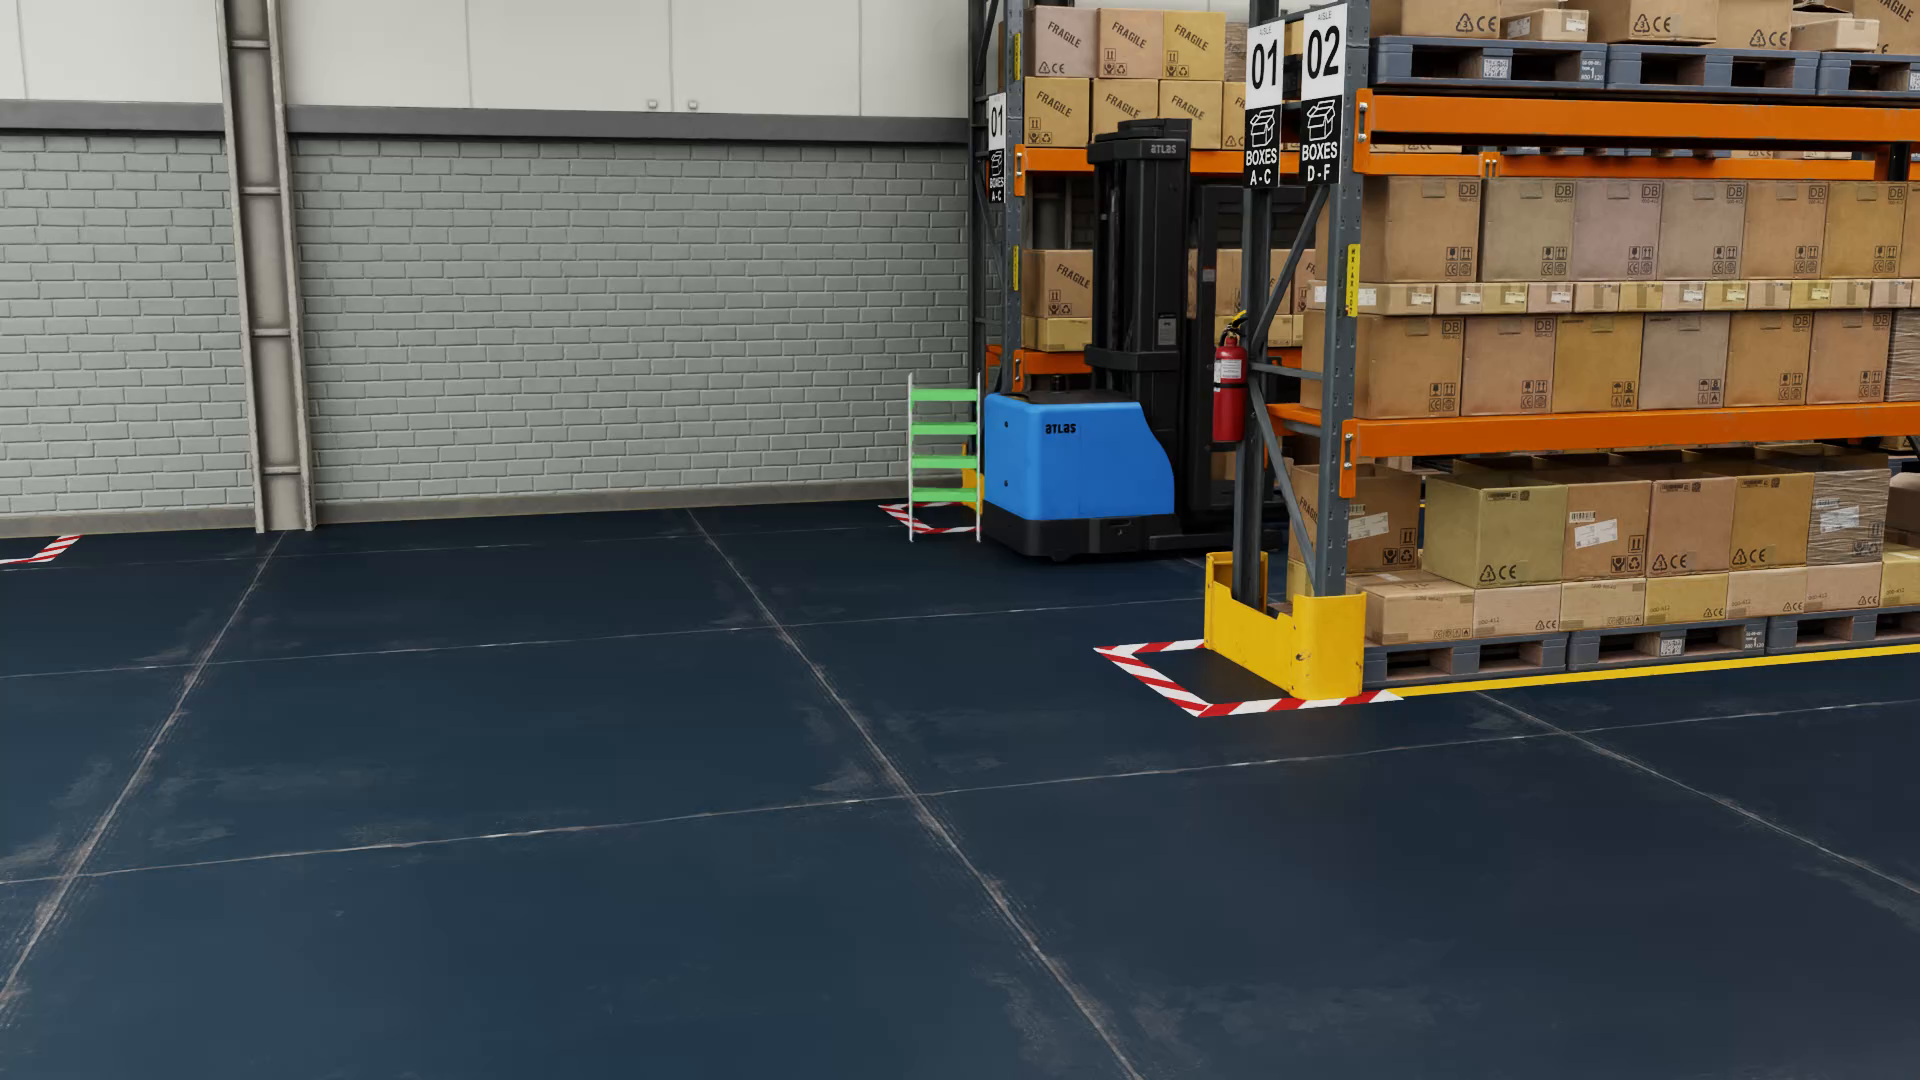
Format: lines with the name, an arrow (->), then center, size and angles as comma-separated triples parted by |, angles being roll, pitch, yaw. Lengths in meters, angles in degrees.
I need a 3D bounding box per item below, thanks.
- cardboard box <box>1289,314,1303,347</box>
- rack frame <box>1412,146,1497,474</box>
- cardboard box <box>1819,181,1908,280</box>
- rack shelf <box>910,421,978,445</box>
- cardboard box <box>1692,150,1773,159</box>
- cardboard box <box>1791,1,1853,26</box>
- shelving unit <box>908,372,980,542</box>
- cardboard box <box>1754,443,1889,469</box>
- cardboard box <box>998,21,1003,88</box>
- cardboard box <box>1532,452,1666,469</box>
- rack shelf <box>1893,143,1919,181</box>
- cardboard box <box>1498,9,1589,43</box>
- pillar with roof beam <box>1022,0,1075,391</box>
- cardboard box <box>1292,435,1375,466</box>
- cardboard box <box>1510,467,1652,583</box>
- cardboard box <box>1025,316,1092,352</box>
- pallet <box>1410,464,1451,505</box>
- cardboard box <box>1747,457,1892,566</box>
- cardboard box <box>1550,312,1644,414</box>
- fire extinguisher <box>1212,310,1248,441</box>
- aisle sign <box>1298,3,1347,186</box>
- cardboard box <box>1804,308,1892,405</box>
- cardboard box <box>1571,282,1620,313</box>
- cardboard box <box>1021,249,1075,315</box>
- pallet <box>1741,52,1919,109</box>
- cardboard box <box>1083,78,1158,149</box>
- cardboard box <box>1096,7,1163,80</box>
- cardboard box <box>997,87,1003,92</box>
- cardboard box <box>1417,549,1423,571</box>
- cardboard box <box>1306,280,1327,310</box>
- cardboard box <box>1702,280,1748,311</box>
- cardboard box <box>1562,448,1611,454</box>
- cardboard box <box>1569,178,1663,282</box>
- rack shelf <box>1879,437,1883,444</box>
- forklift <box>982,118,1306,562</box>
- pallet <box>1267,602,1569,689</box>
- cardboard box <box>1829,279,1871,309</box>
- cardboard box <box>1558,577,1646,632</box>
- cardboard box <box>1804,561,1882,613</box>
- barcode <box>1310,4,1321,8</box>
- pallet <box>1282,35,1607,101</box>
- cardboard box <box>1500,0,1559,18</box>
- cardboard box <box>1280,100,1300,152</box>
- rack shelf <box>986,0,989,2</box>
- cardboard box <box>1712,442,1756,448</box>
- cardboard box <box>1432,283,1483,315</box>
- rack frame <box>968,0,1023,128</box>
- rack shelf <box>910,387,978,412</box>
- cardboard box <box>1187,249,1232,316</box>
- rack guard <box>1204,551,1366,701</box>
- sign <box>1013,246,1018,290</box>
cardboard box -> 2.771, -1.692, 13.309 | 0.500, 0.250, 0.500 | -3, 11, -16
rack frame -> 4.100, -1.884, 13.996 | 0.127, 3.000, 1.000 | -3, 11, -16
cardboard box -> 4.579, -1.661, 8.925 | 0.500, 0.500, 0.700 | -3, 11, -16
rack shelf -> -0.109, -0.770, 11.942 | 0.480, 0.148, 0.258 | 0, 10, 2
cardboard box -> 6.670, -3.573, 14.544 | 0.637, 0.503, 0.797 | -1, 11, -8
cardboard box -> 4.413, -2.723, 8.967 | 0.500, 0.311, 0.500 | -4, 11, -19
shelving unit -> -0.109, -0.597, 11.974 | 0.503, 1.200, 0.258 | 0, 10, 2
cardboard box -> 4.956, -0.277, 9.630 | 0.500, 0.500, 0.500 | -3, 11, -16
cardboard box -> 0.601, -3.775, 12.889 | 0.500, 0.500, 0.500 | -3, 11, -13
cardboard box -> 3.516, -0.201, 9.216 | 0.500, 0.500, 0.500 | -3, 11, -16
rack shelf -> 7.409, -2.246, 9.663 | 4.000, 0.370, 1.077 | -3, 11, -16
cardboard box -> 2.827, -2.477, 8.077 | 0.250, 0.149, 0.380 | -3, 11, -16
pillar with roof beam -> 1.893, -4.070, 9.297 | 0.400, 9.000, 9.100 | -3, 11, -16
cardboard box -> 3.115, -0.812, 13.859 | 0.500, 0.500, 0.500 | -4, 11, -20
cardboard box -> 3.181, -0.085, 8.589 | 0.500, 0.500, 0.500 | -3, 11, -16
cardboard box -> 0.817, -1.587, 12.742 | 0.500, 0.250, 0.500 | -3, 11, -18
pallet -> 3.465, -0.473, 14.030 | 1.213, 0.211, 1.003 | -3, 11, -16
cardboard box -> 4.621, -0.161, 9.002 | 0.500, 0.500, 0.500 | -3, 11, -16
cardboard box -> 3.081, -0.943, 8.607 | 0.500, 0.500, 0.700 | -3, 11, -16
fire extinguisher -> 1.405, -0.857, 8.633 | 0.183, 0.674, 0.296 | -3, 11, -16
aisle sign -> 1.670, -2.043, 7.677 | 0.004, 0.787, 0.394 | -3, 11, -16
cardboard box -> 4.560, -1.021, 9.031 | 0.500, 0.500, 0.700 | -3, 11, -17
cardboard box -> 3.076, -1.224, 8.342 | 0.250, 0.149, 0.380 | -3, 11, -18
cardboard box -> 0.653, -2.047, 13.171 | 0.500, 0.500, 0.500 | -3, 11, -17
pallet -> 4.677, -2.407, 8.797 | 1.213, 0.211, 1.003 | -3, 11, -16
cardboard box -> 1.176, -3.210, 12.584 | 0.500, 0.500, 0.500 | -2, 11, -12
cardboard box -> 1.193, -3.701, 12.490 | 0.500, 0.500, 0.500 | -3, 11, -17
cardboard box -> 0.590, -3.281, 12.968 | 0.500, 0.500, 0.500 | -2, 11, -12
cardboard box -> 2.557, 0.219, 9.006 | 0.500, 0.250, 0.500 | -3, 11, -16
cardboard box -> 1.962, -1.241, 8.437 | 0.250, 0.149, 0.380 | -3, 11, -17
cardboard box -> 3.814, -1.262, 8.551 | 0.250, 0.149, 0.380 | -3, 11, -14
cardboard box -> 5.285, -0.946, 14.590 | 0.500, 0.500, 0.700 | -3, 11, -17
cardboard box -> 3.138, -1.585, 8.513 | 0.500, 0.500, 0.700 | -3, 11, -16
rack shelf -> 7.409, -0.771, 9.934 | 4.000, 0.370, 1.077 | -3, 11, -16
forklift -> 1.737, -1.429, 11.711 | 3.031, 2.935, 1.130 | -3, 11, -17
pallet -> 2.371, 0.505, 8.722 | 1.213, 0.211, 1.003 | -3, 11, -16
cardboard box -> 4.547, -1.301, 8.761 | 0.250, 0.149, 0.380 | -3, 11, -16
cardboard box -> 3.184, 0.285, 8.646 | 0.500, 0.250, 0.500 | -3, 11, -16
cardboard box -> 4.622, 0.208, 9.068 | 0.500, 0.250, 0.500 | -3, 11, -16
barcode -> 1.803, -2.681, 8.434 | 0.075, 0.075, 0.001 | -3, 11, -16
pallet -> 2.334, -2.284, 8.126 | 1.213, 0.211, 1.003 | -3, 11, -16
cardboard box -> 2.680, -2.602, 8.477 | 0.500, 0.250, 0.500 | -3, 11, -16
cardboard box -> 2.674, -3.292, 13.026 | 0.500, 0.500, 0.500 | -3, 11, -18
rack shelf -> 2.180, -4.378, 12.968 | 4.000, 0.370, 1.077 | -3, 11, -16
cardboard box -> 6.737, -1.022, 15.003 | 0.500, 0.500, 0.700 | -3, 11, -16
cardboard box -> 2.338, -1.185, 8.132 | 0.250, 0.149, 0.380 | -3, 11, -17
rack frame -> 0.260, -4.632, 12.353 | 0.127, 3.000, 1.000 | -3, 11, -16
rack shelf -> -0.109, -1.006, 11.899 | 0.480, 0.148, 0.258 | 0, 10, 2
cardboard box -> 1.777, -2.007, 12.950 | 0.500, 0.500, 0.500 | -3, 11, -18
rack guard -> 1.625, 0.410, 8.439 | 0.348, 0.500, 1.175 | -3, 11, -16
sign -> 0.412, -2.013, 12.306 | 0.005, 0.325, 0.100 | -3, 11, -16
